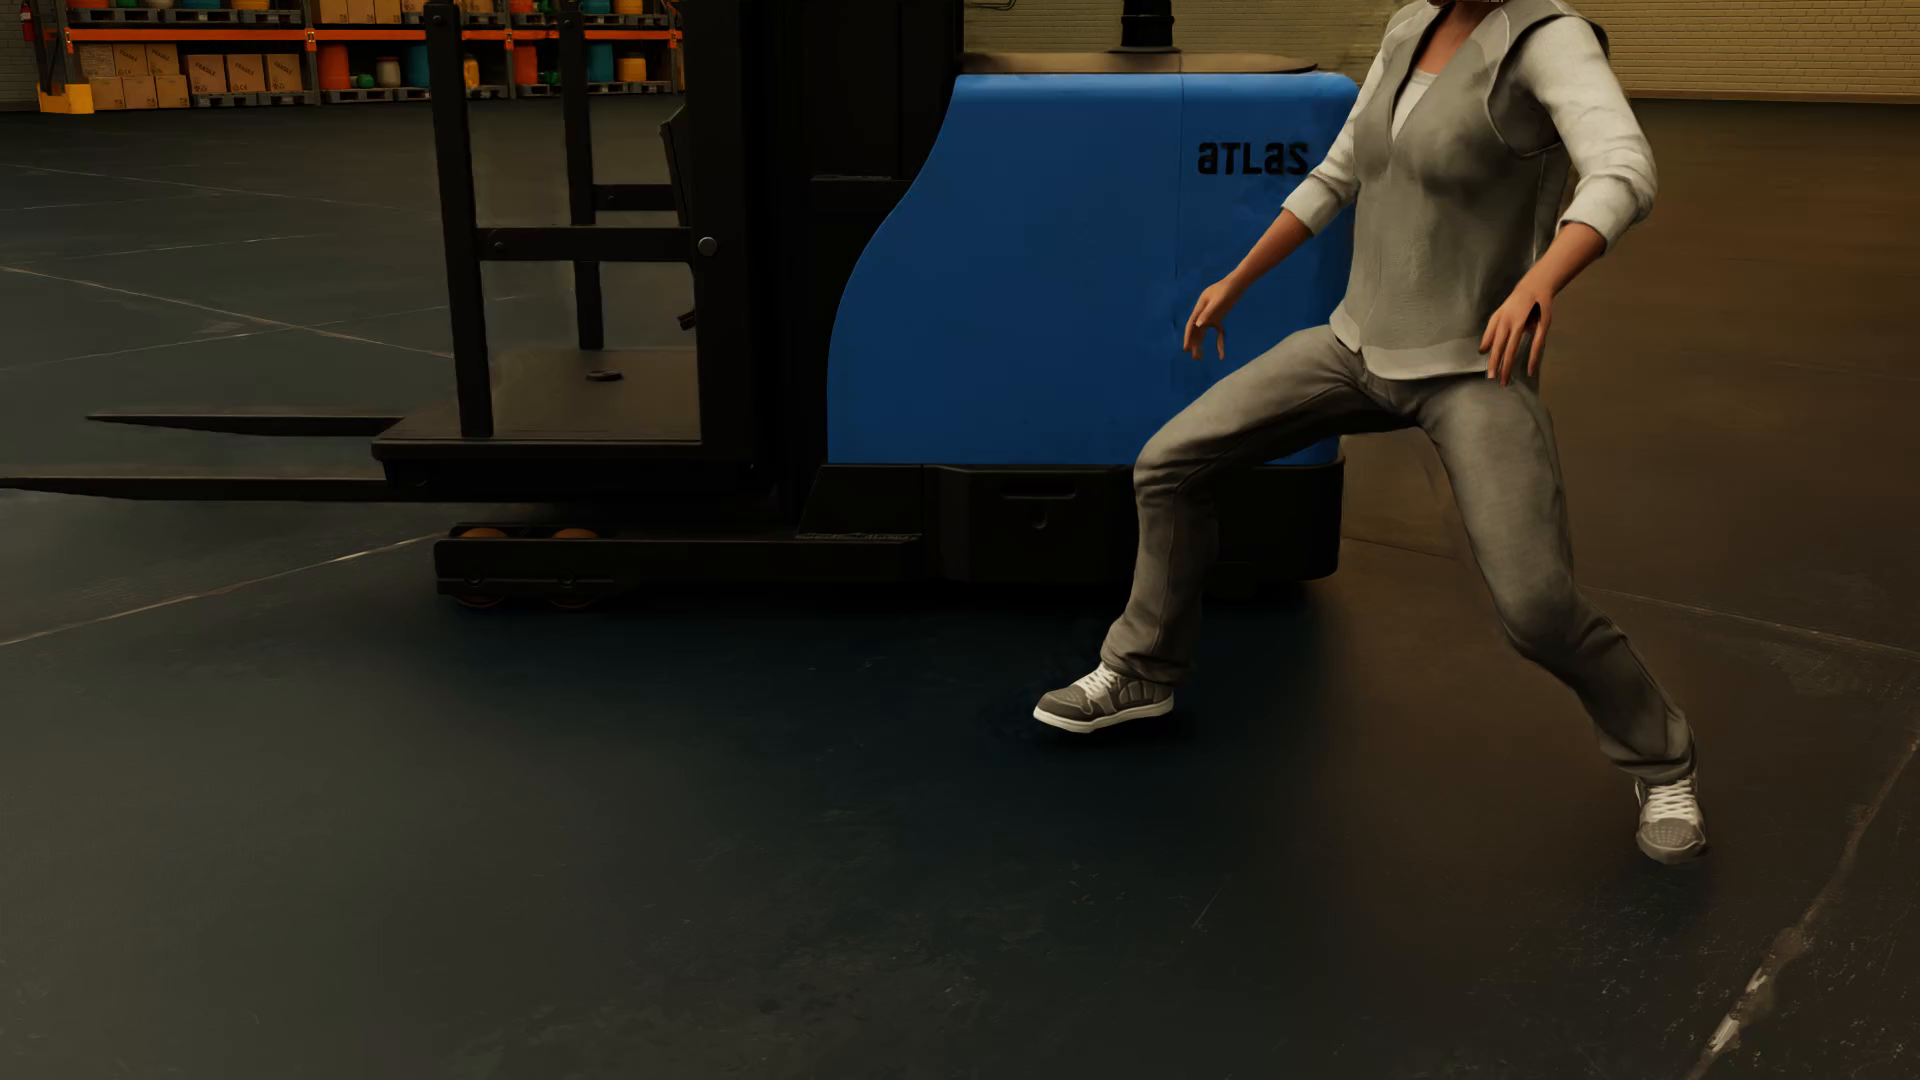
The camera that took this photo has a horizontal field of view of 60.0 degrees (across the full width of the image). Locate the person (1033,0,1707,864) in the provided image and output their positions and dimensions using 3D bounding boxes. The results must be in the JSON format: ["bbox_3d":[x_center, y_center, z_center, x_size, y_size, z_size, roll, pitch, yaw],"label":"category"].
[{"bbox_3d":[0.659,-0.275,2.443,0.820,1.459,0.872,-8,19,-25],"label":"person"}]

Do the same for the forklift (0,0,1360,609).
[{"bbox_3d":[-0.709,-1.412,3.546,3.031,2.935,1.130,0,17,1],"label":"forklift"}]
